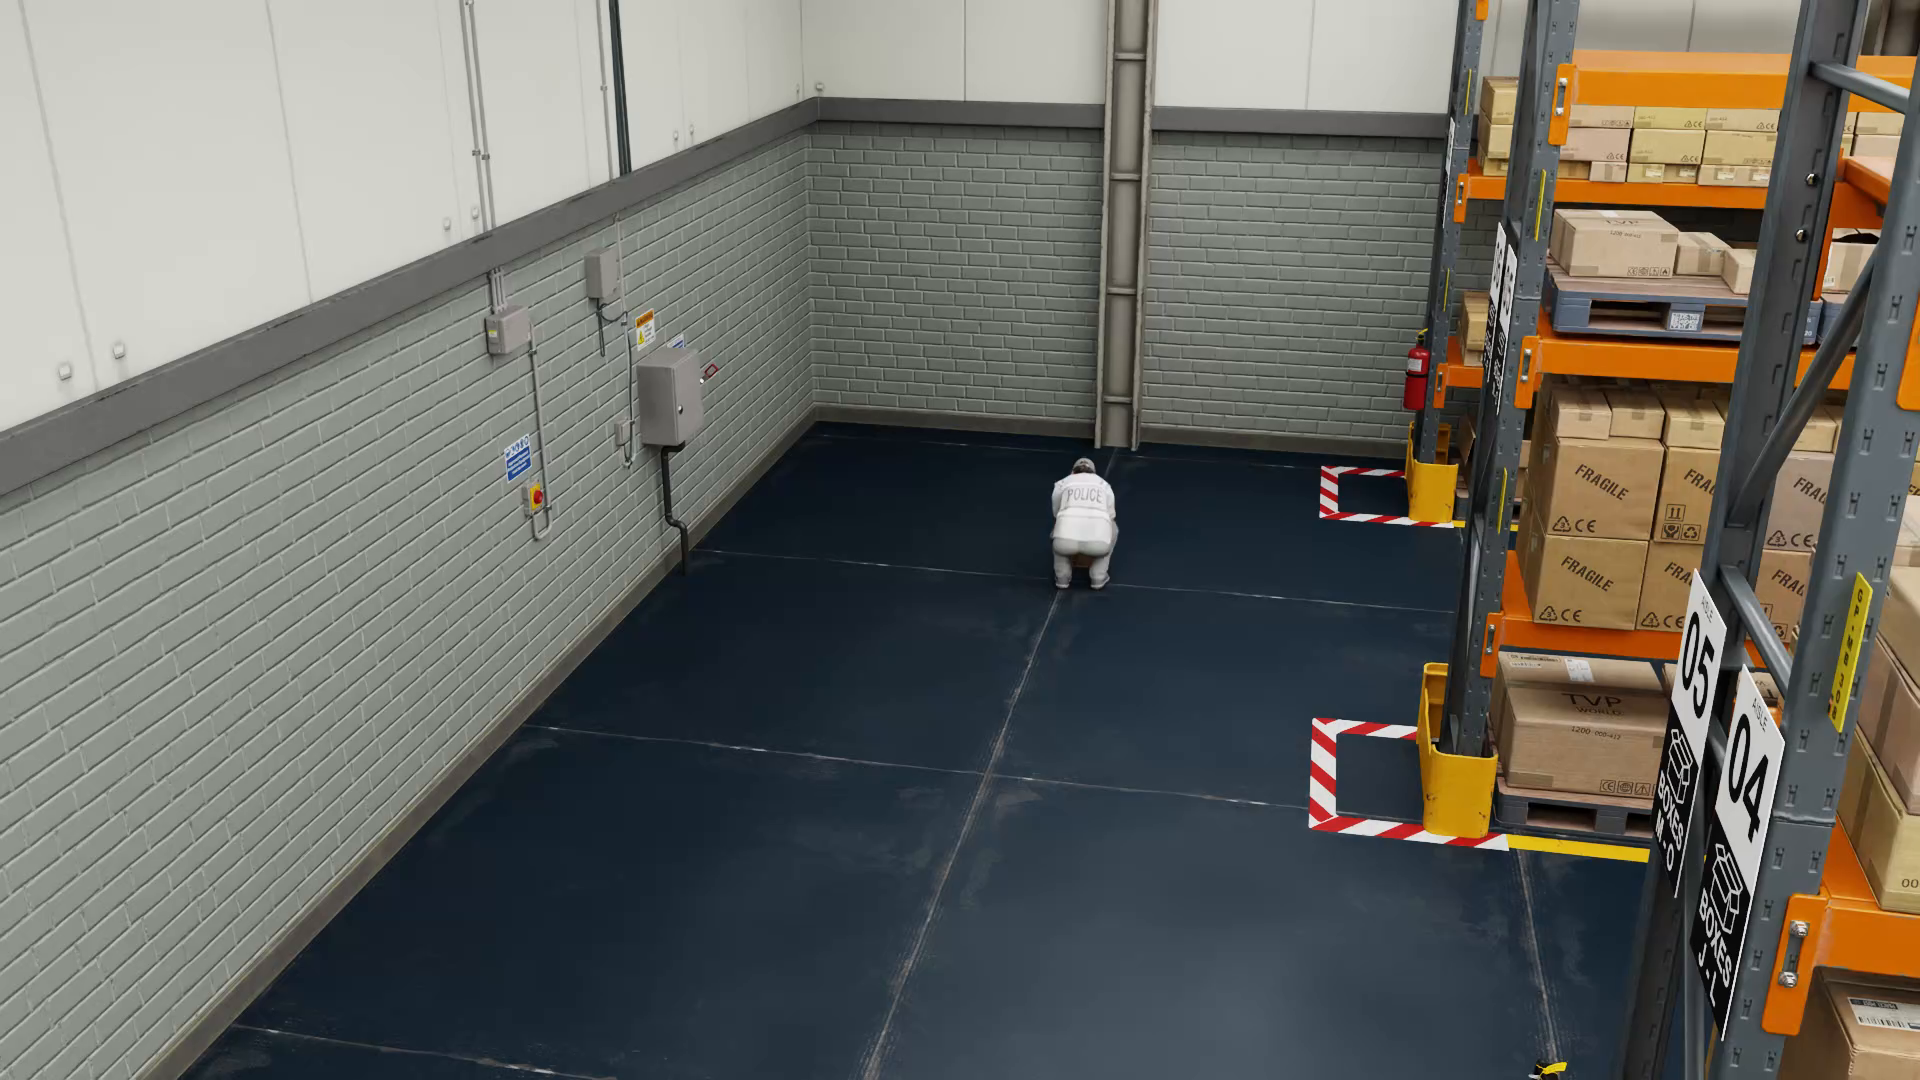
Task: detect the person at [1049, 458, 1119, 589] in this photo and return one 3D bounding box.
[{"bbox_3d":[0.923,-0.099,12.448,0.515,0.850,0.864,4,22,11],"label":"person"}]
